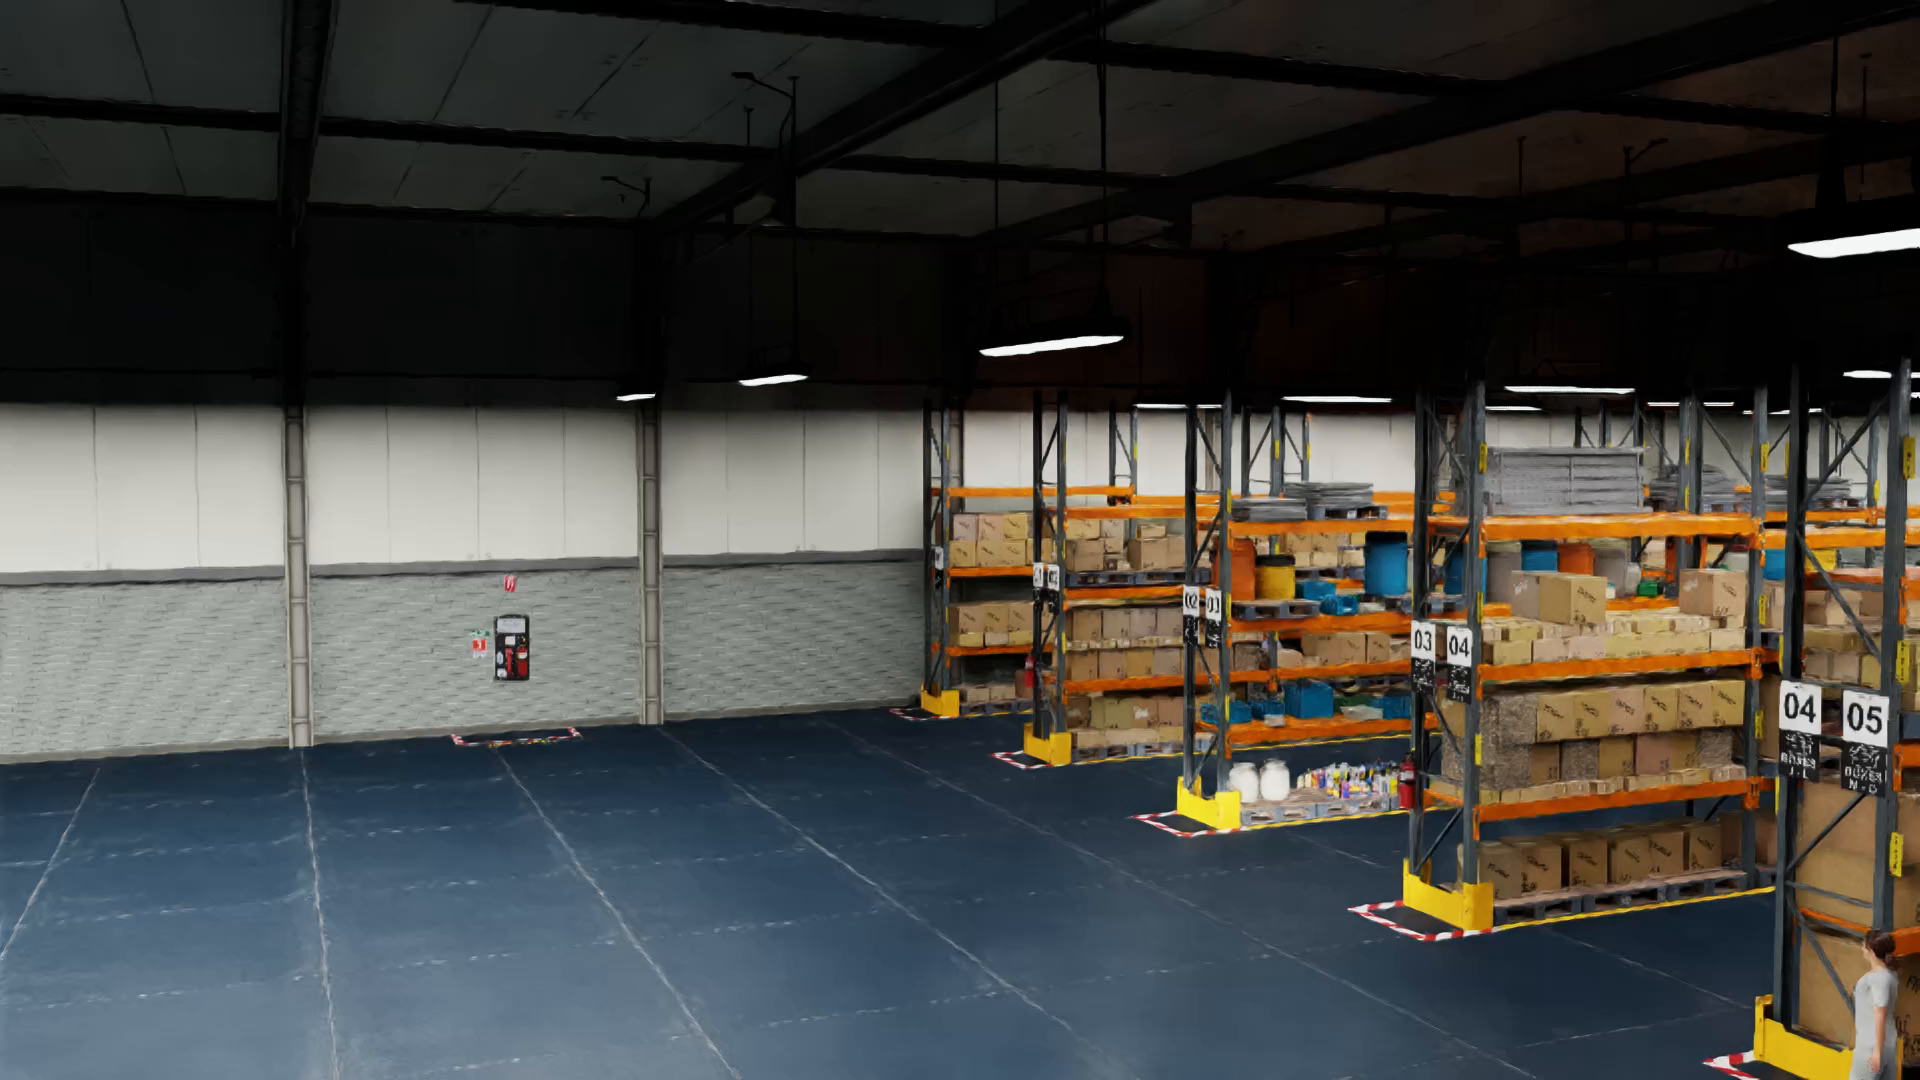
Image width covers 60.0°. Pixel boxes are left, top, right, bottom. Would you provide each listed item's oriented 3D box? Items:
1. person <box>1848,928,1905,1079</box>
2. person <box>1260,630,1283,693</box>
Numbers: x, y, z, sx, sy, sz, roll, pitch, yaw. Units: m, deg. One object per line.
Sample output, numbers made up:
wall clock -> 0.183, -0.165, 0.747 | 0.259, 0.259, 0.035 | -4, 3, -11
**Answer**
person -> 6.559, 3.630, 11.874 | 0.374, 1.643, 0.556 | 3, 4, 37
person -> 6.032, 2.475, 32.215 | 1.000, 1.562, 0.478 | -2, 4, -31
